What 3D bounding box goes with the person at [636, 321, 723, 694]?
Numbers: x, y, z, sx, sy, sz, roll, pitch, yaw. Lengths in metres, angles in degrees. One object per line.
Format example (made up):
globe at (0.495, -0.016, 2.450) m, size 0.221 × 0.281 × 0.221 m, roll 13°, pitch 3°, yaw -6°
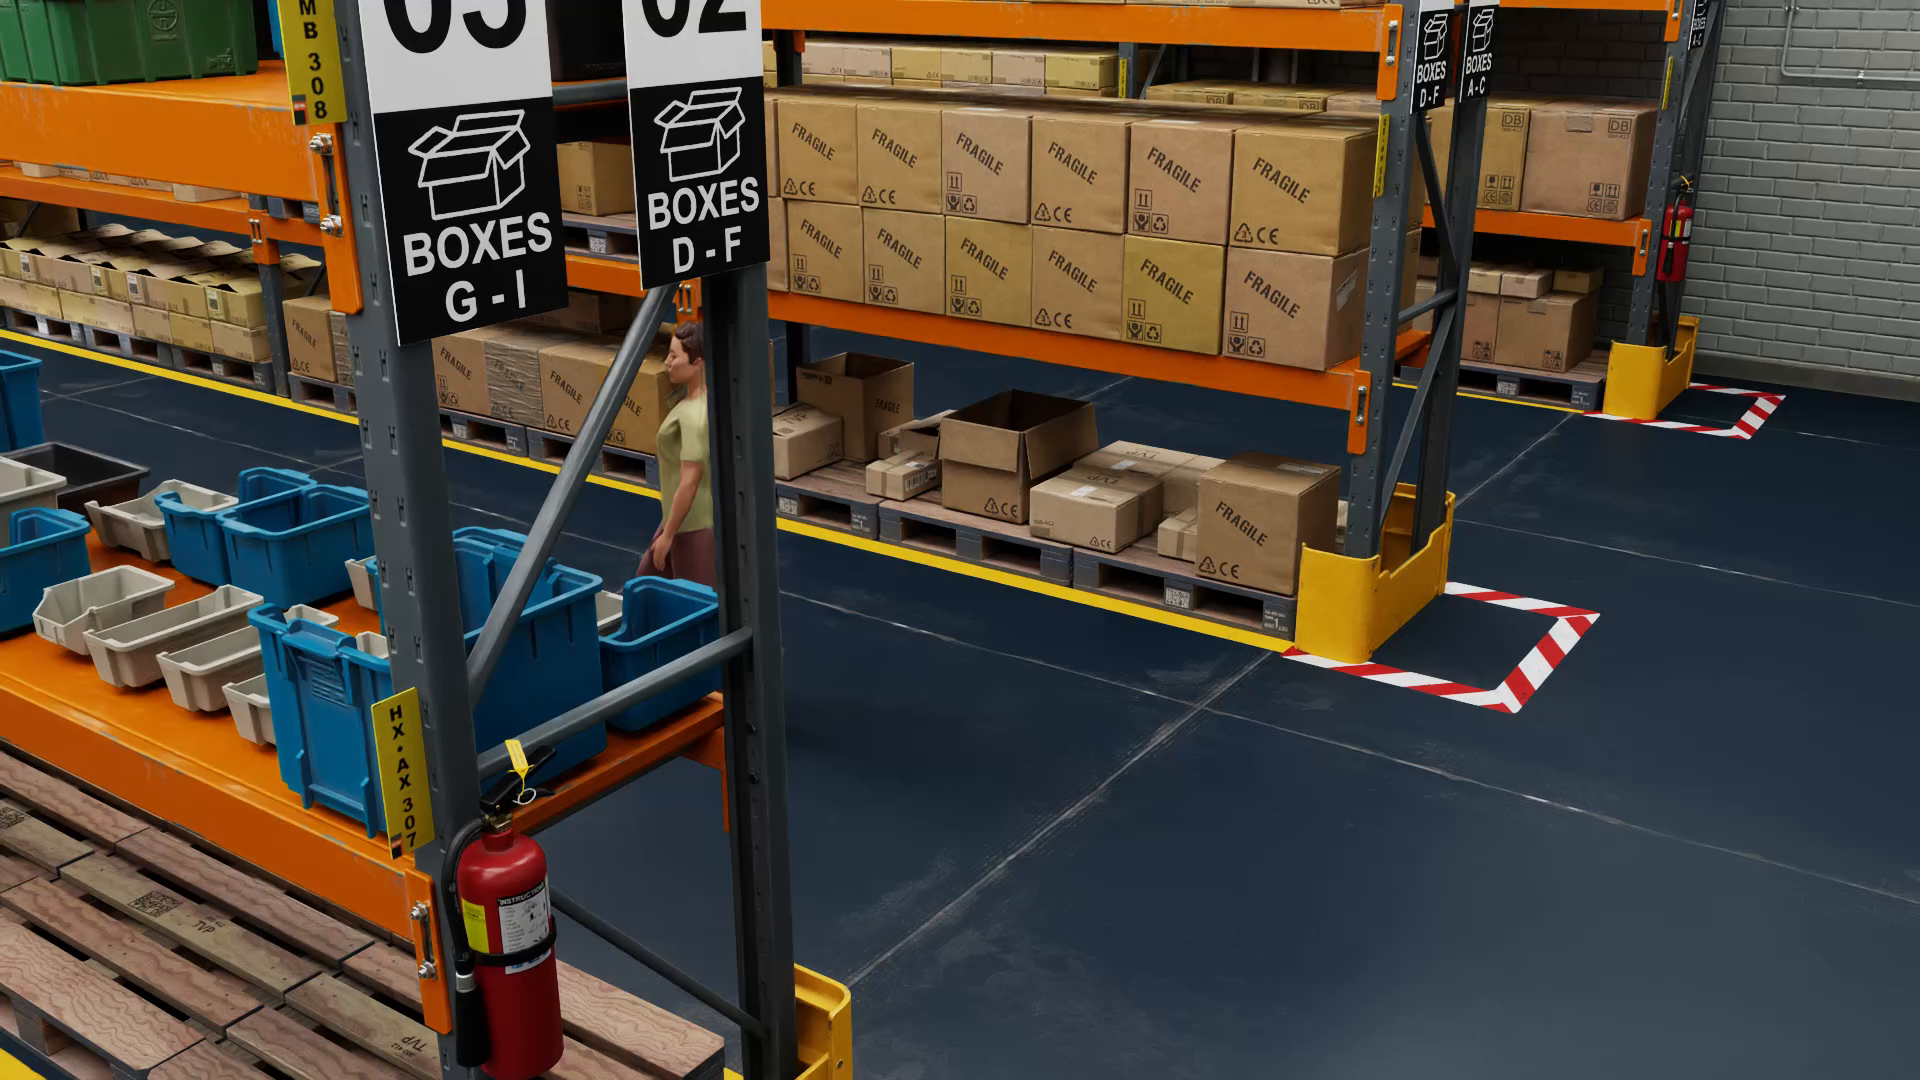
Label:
person at (-1.099, -0.042, 6.685) m, size 0.487 × 1.692 × 0.492 m, roll 0°, pitch 20°, yaw 0°
